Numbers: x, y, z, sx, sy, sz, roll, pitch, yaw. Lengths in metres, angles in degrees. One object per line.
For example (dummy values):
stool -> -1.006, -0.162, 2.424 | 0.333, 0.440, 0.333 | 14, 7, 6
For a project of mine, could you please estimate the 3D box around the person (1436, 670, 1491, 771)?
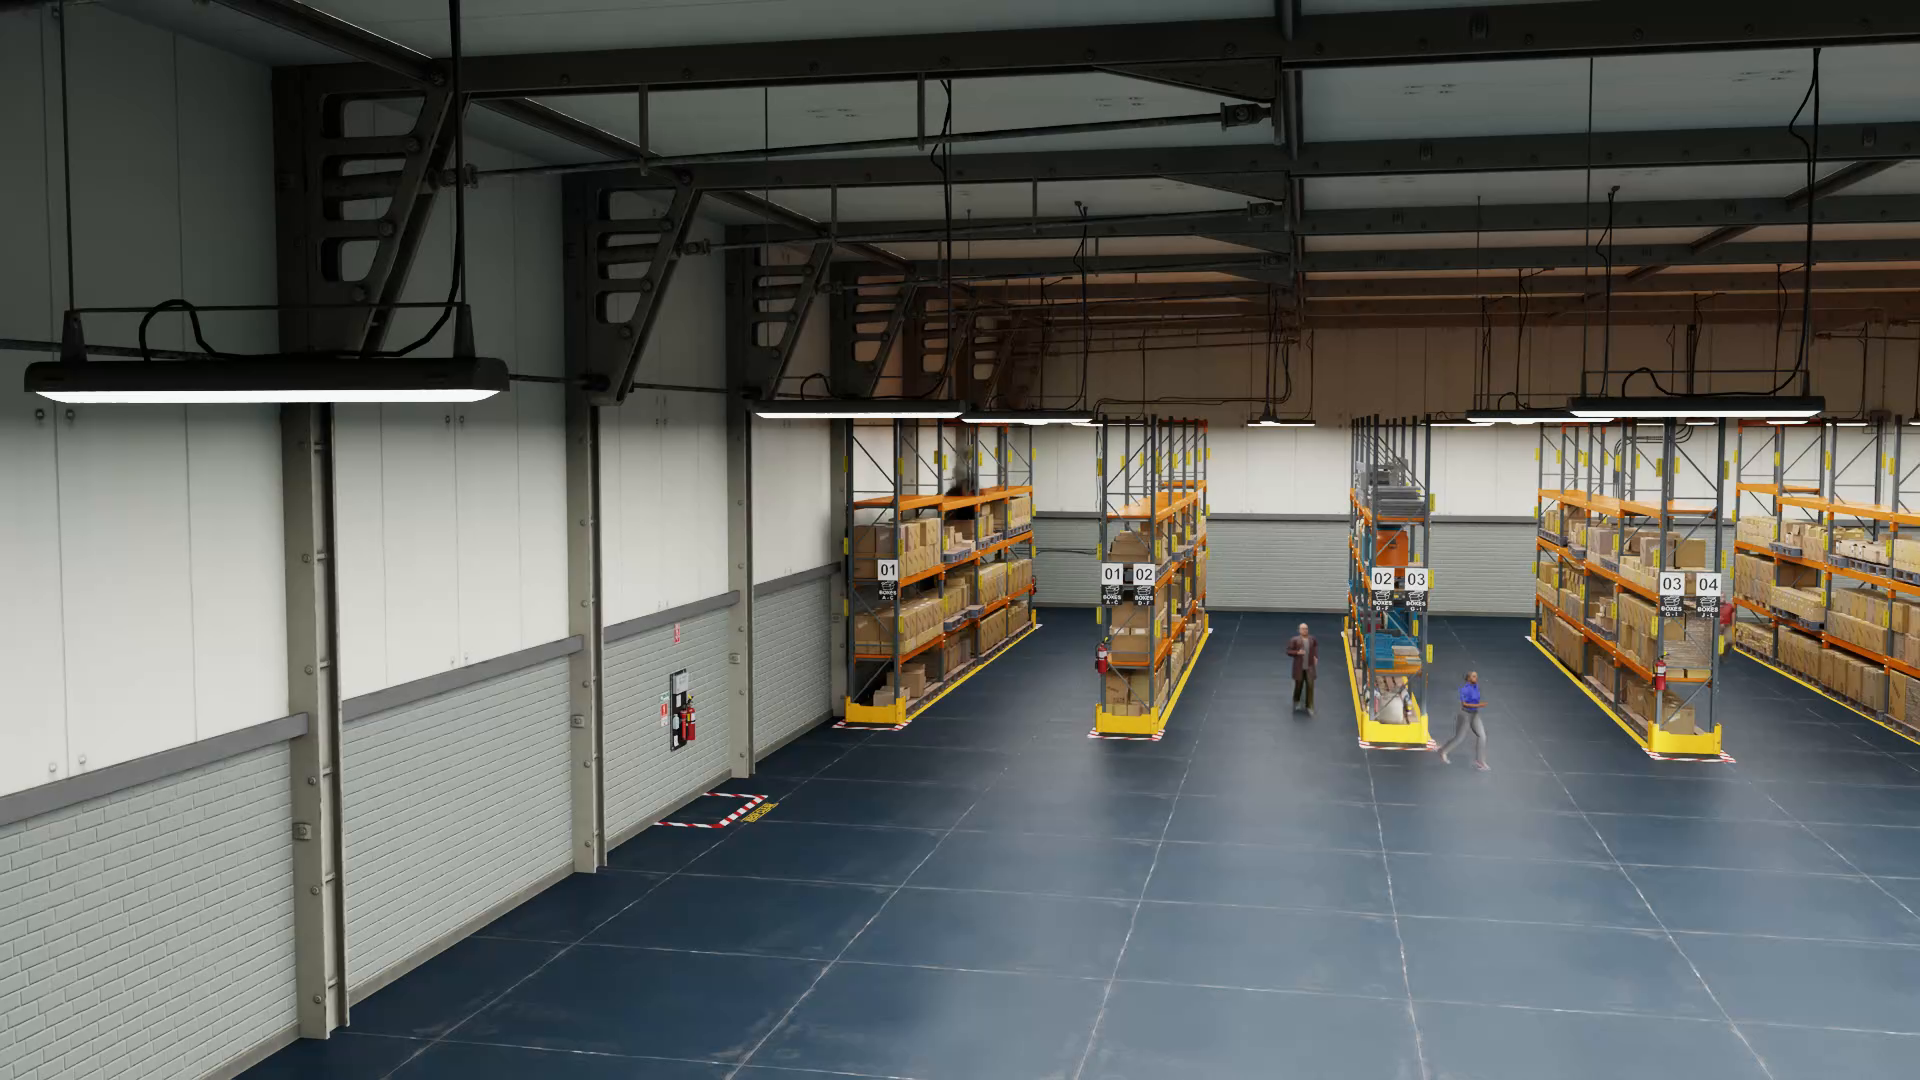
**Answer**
person -> 8.553, 3.028, 28.119 | 0.587, 1.697, 0.900 | -3, 5, -41

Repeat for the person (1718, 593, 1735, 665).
person -> 18.554, 2.176, 40.472 | 0.700, 1.746, 0.693 | 1, 4, 8

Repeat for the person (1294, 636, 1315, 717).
person -> 6.898, 2.705, 33.432 | 0.611, 1.552, 0.981 | 0, 4, -1
